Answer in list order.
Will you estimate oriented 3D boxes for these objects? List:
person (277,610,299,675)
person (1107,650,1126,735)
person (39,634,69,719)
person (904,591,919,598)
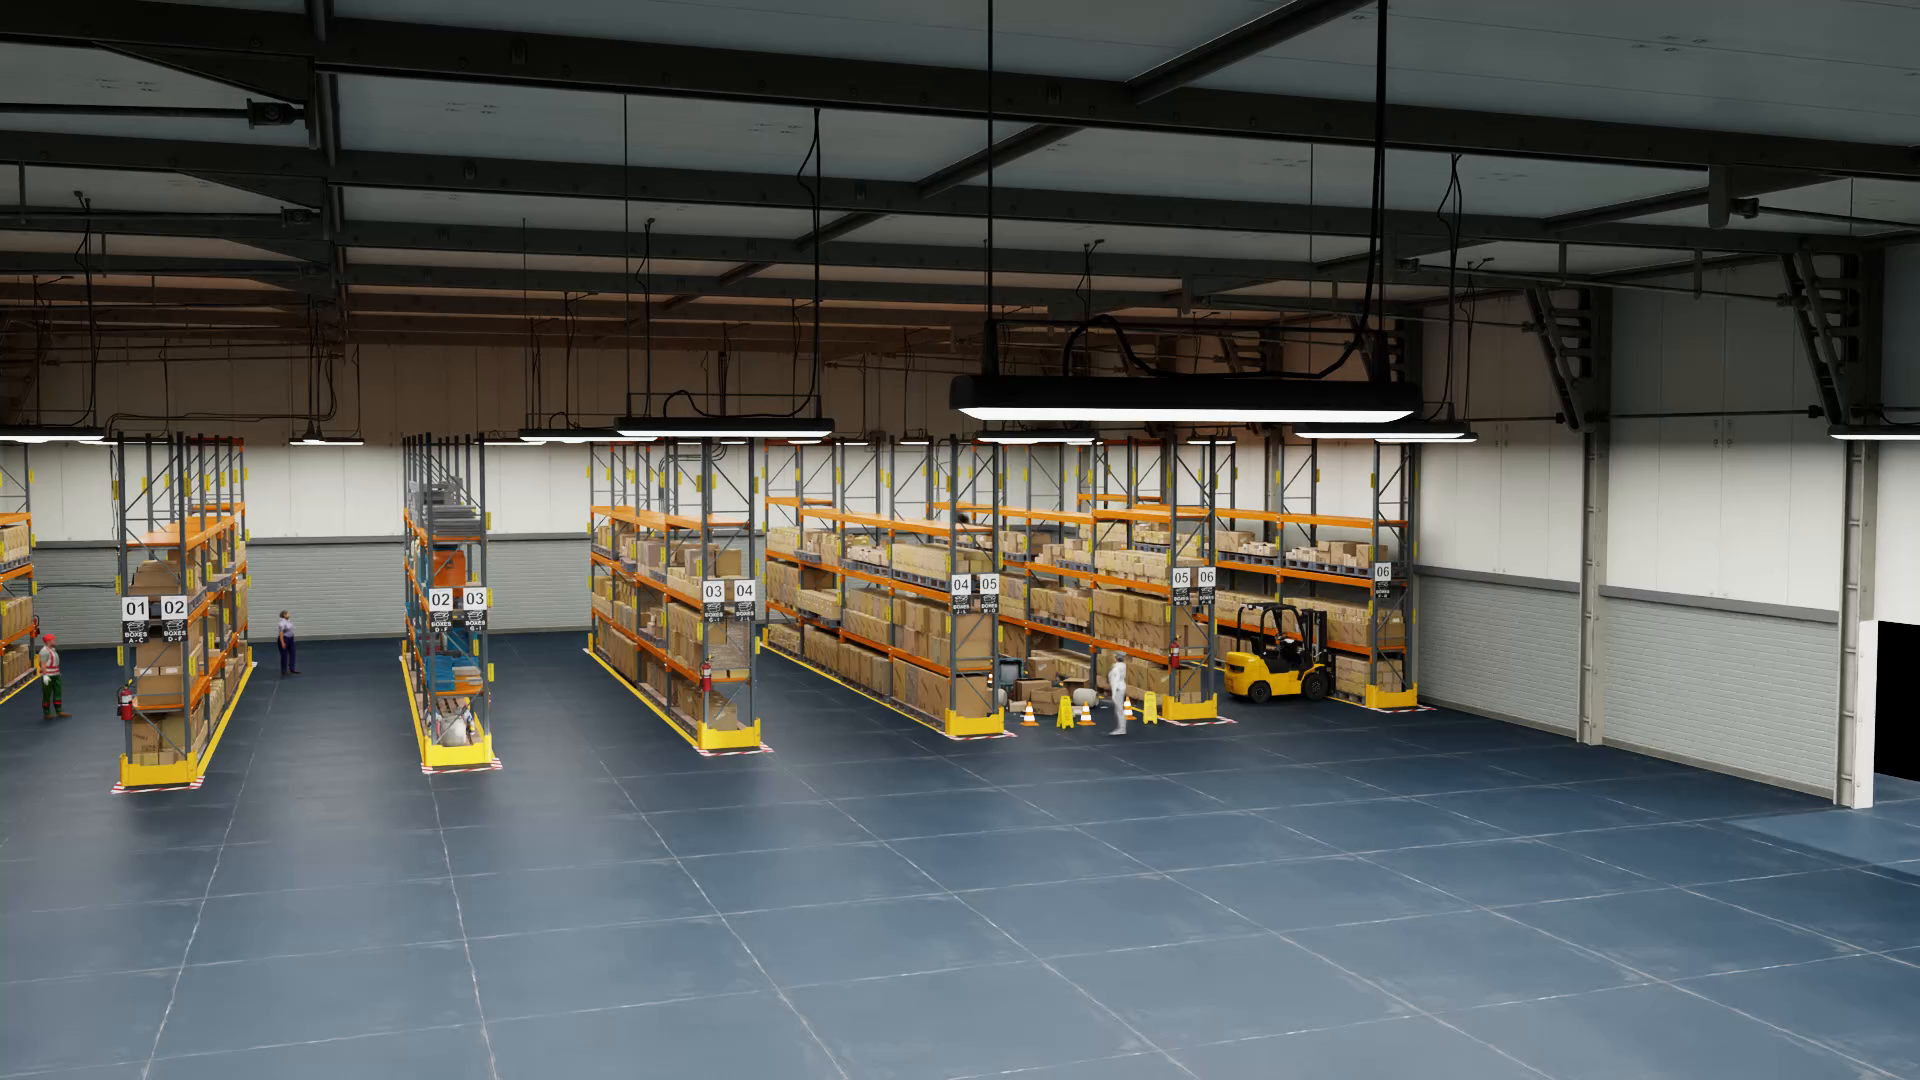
[{"bbox_3d":[-16.999,2.584,42.007,0.370,1.654,0.543,1,3,17],"label":"person"},{"bbox_3d":[3.121,3.050,33.210,0.388,1.716,0.543,0,3,5],"label":"person"},{"bbox_3d":[-19.248,2.879,35.252,0.447,1.792,0.616,1,3,12],"label":"person"},{"bbox_3d":[-1.499,1.949,50.880,0.482,1.736,0.575,1,3,11],"label":"person"}]
